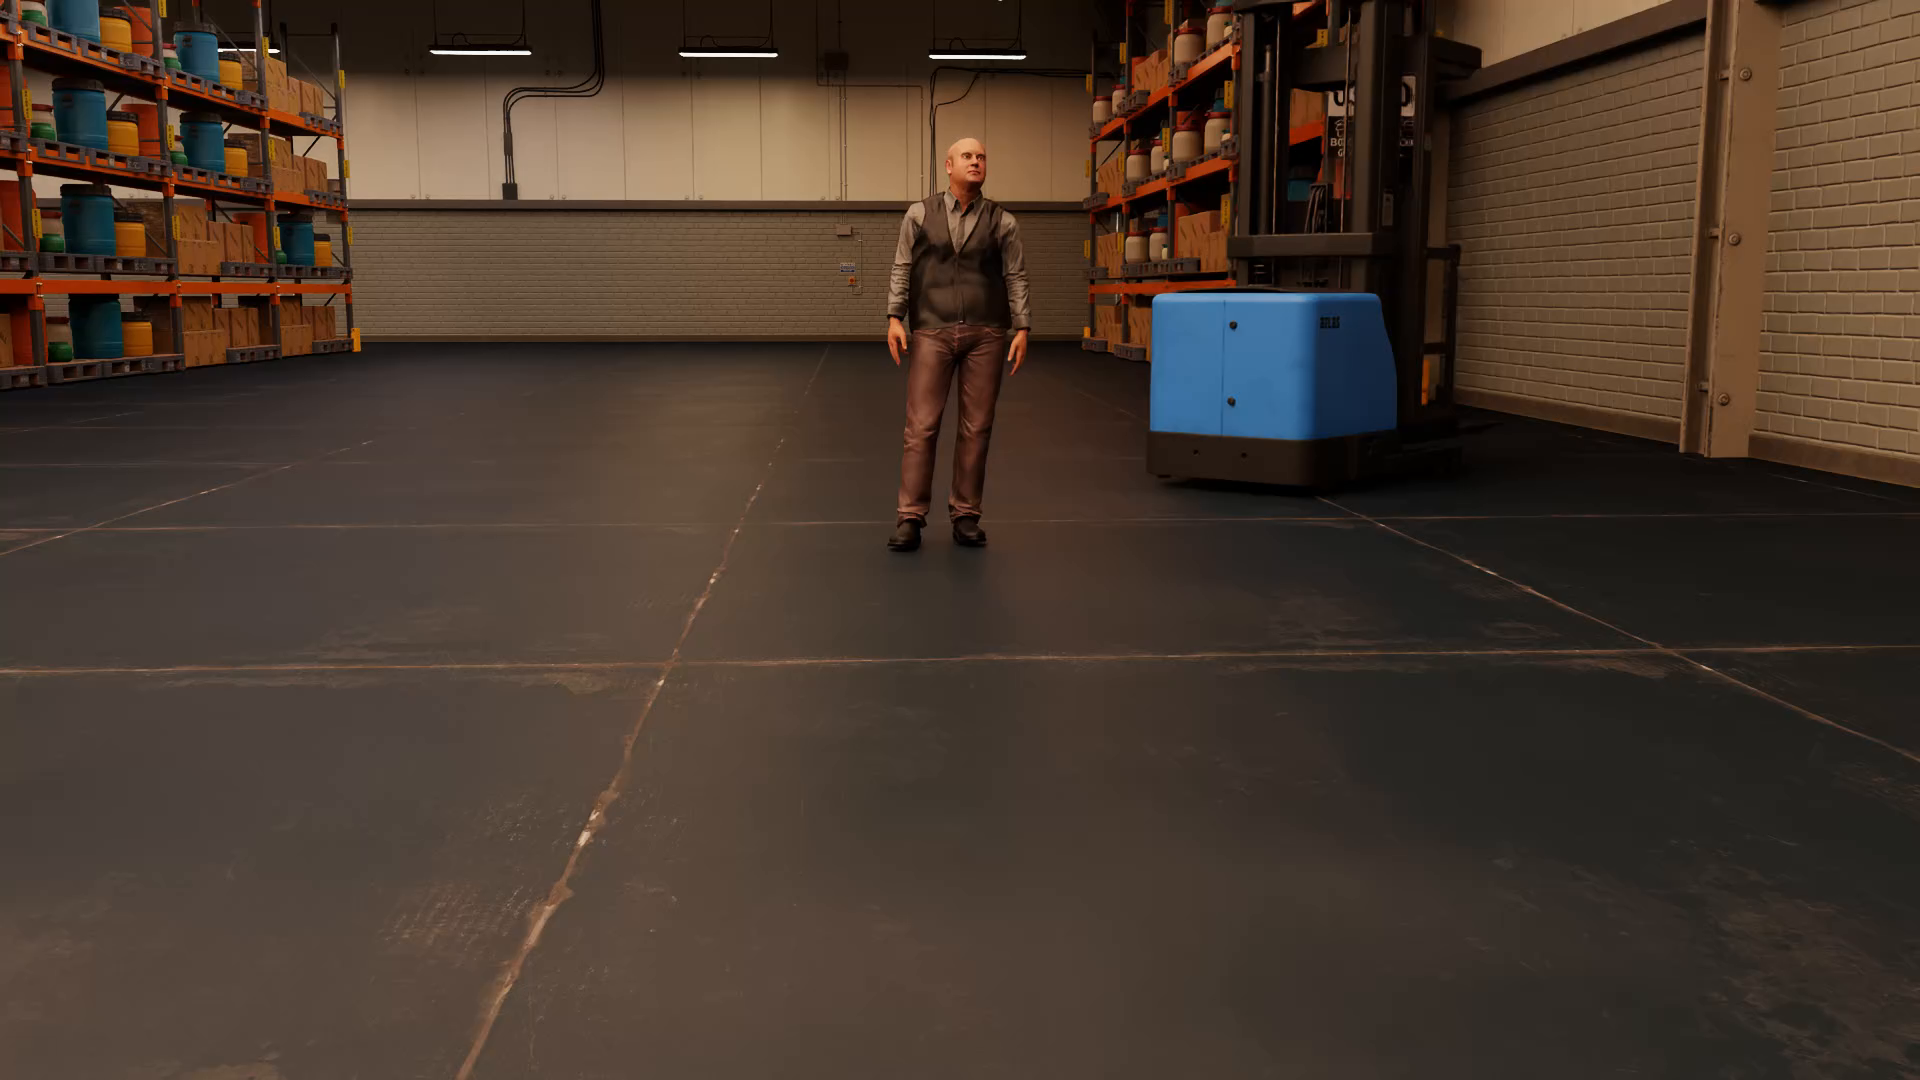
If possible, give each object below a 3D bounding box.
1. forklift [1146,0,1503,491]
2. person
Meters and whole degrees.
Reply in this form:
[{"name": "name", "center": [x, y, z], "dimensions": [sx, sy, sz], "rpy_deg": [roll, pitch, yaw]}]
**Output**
[{"name": "forklift", "center": [2.385, -1.875, 9.957], "dimensions": [1.130, 2.935, 3.031], "rpy_deg": [7, 11, 40]}, {"name": "person", "center": [-0.004, -0.850, 7.121], "dimensions": [0.632, 1.720, 0.568], "rpy_deg": [-1, 8, -4]}]
